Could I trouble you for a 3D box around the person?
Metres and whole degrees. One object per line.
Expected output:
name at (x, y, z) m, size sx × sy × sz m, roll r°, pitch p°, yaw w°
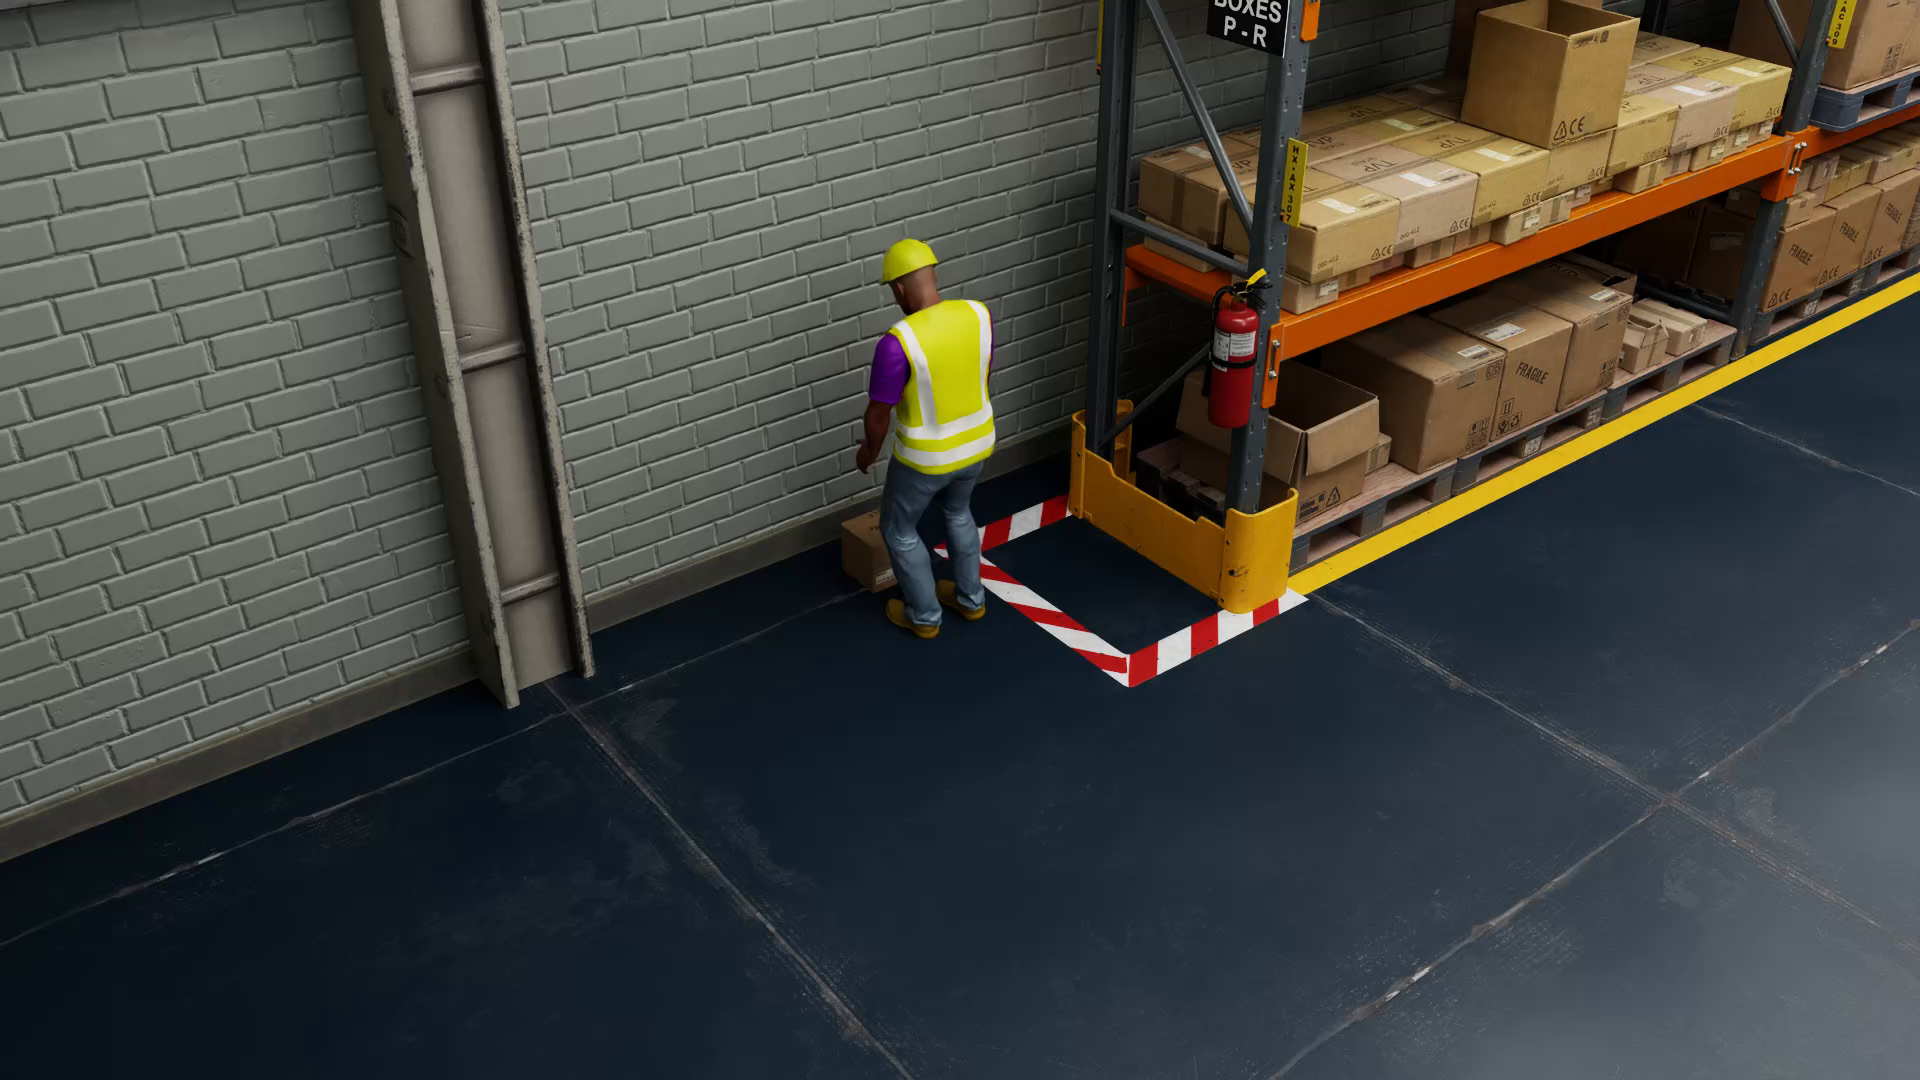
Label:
person at (-0.218, -0.075, 7.124) m, size 0.560 × 0.903 × 0.896 m, roll -22°, pitch 38°, yaw -31°
